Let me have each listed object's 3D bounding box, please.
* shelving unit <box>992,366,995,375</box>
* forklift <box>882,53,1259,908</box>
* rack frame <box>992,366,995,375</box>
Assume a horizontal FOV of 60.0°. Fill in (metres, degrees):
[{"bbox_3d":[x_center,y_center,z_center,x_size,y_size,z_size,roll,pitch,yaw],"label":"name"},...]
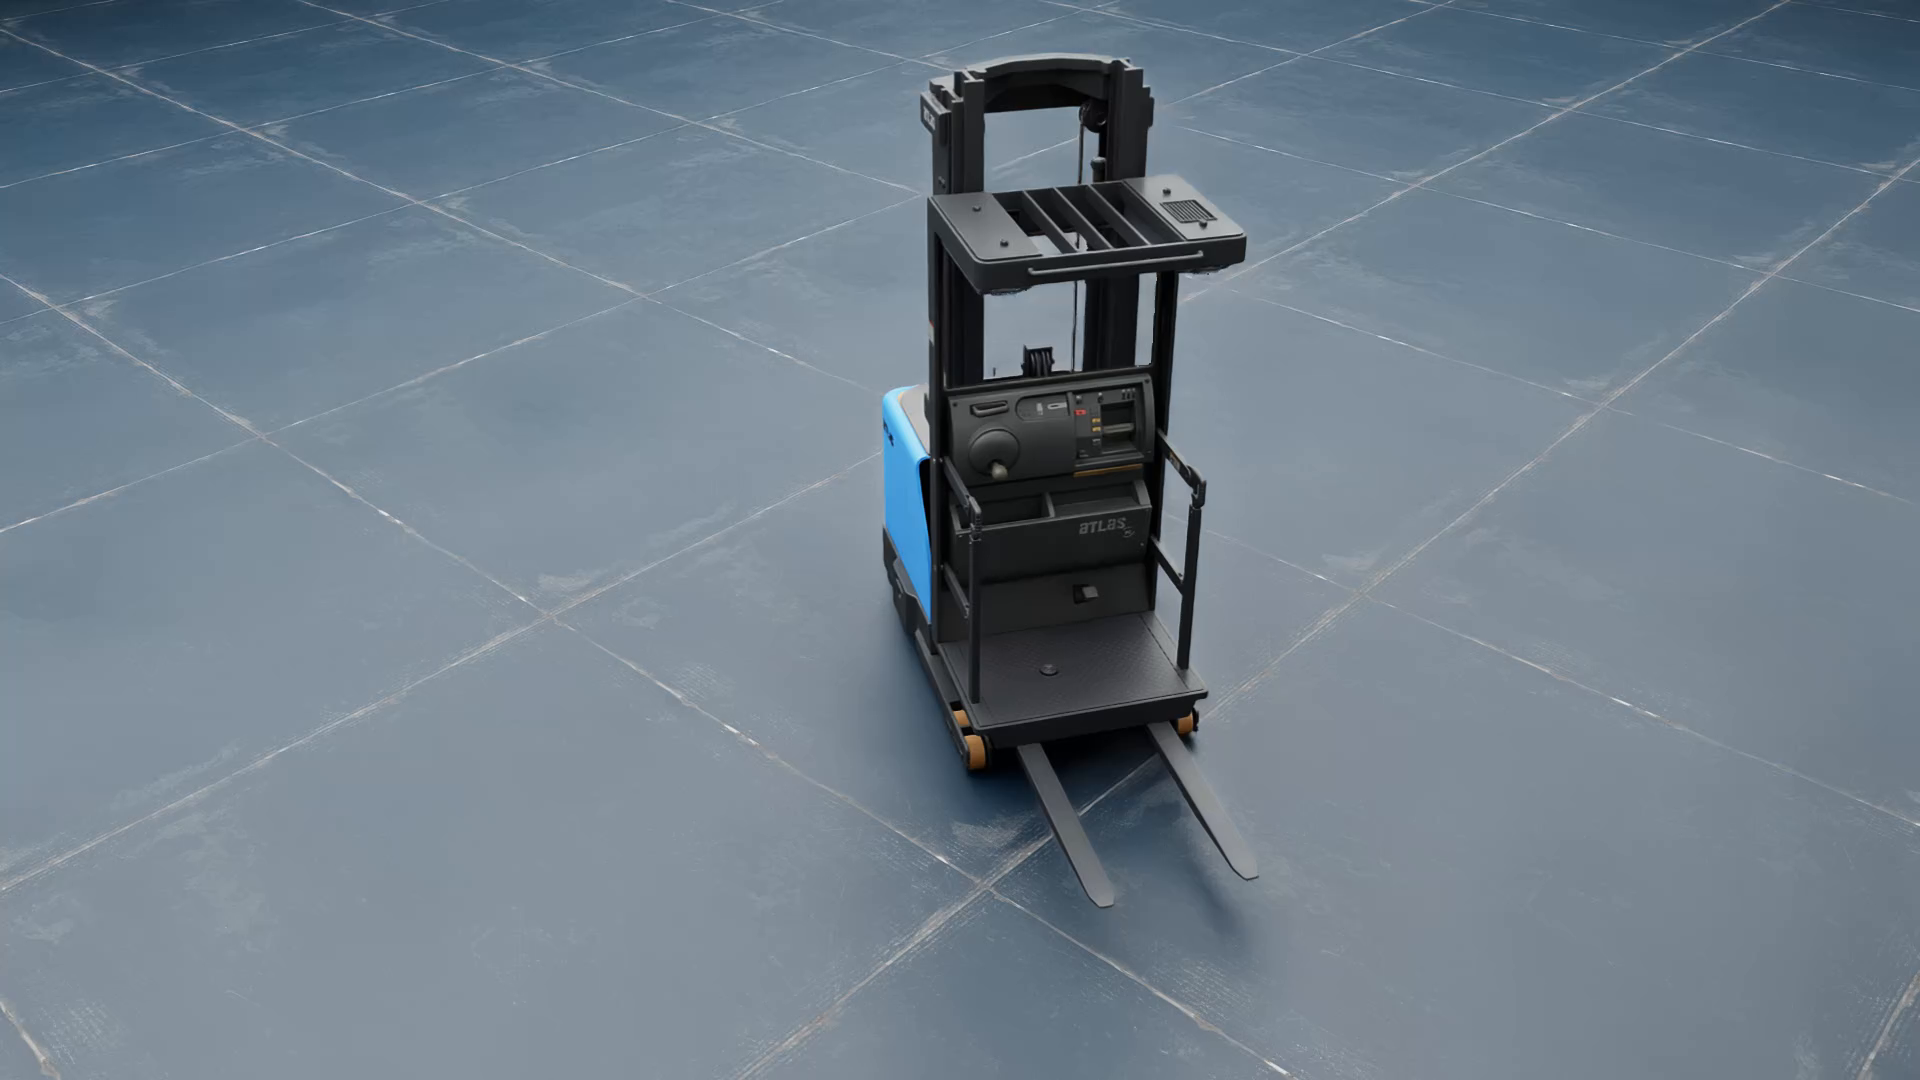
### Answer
[{"bbox_3d":[0.027,-0.471,9.015,0.215,1.050,0.252,-27,40,-37],"label":"shelving unit"},{"bbox_3d":[0.469,-0.437,7.134,1.130,2.935,3.031,-8,32,-13],"label":"forklift"},{"bbox_3d":[0.113,-0.427,8.941,0.200,1.050,0.008,-27,40,-37],"label":"rack frame"}]
